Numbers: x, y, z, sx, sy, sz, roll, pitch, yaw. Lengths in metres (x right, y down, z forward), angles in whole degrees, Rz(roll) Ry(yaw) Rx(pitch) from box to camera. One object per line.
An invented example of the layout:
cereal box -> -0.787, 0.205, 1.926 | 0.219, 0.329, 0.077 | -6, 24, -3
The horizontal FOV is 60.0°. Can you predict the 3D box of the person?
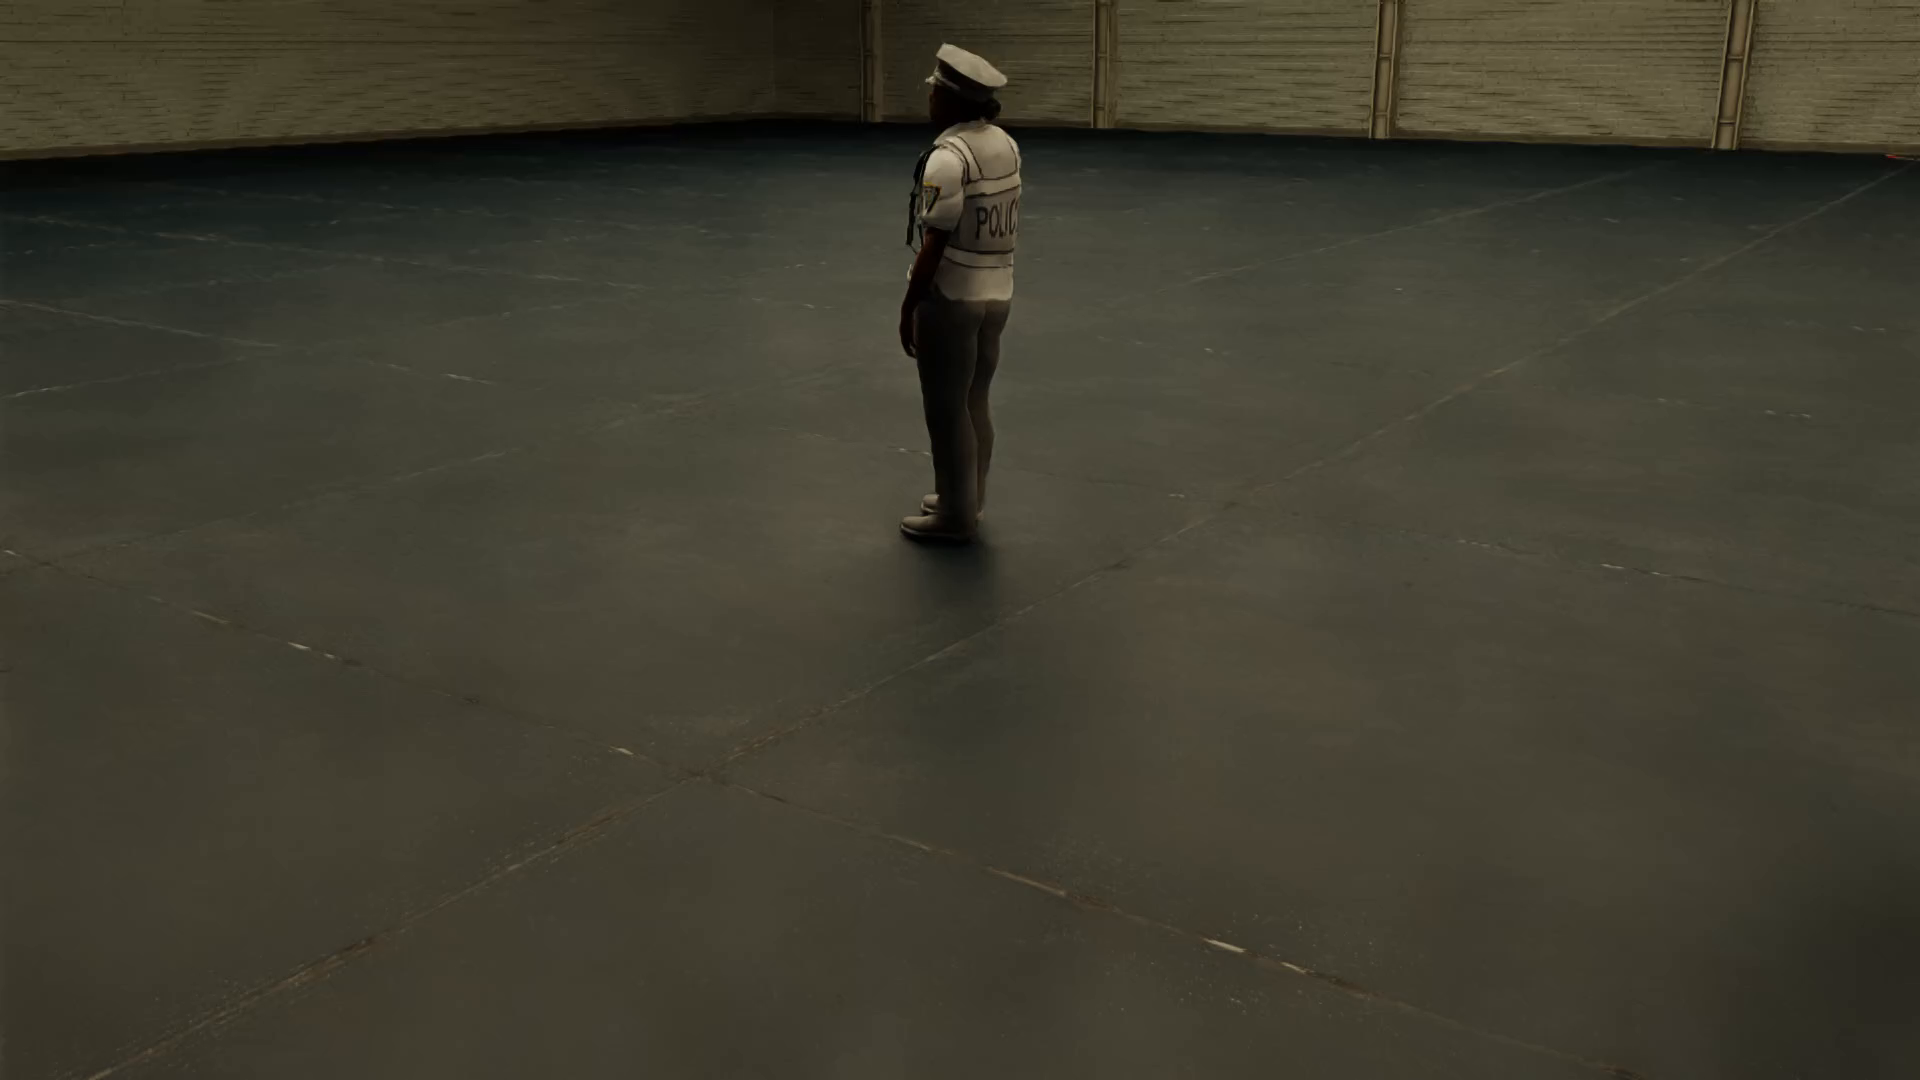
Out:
person -> -0.051, -0.831, 5.761 | 0.529, 1.685, 0.570 | 11, 20, 33
